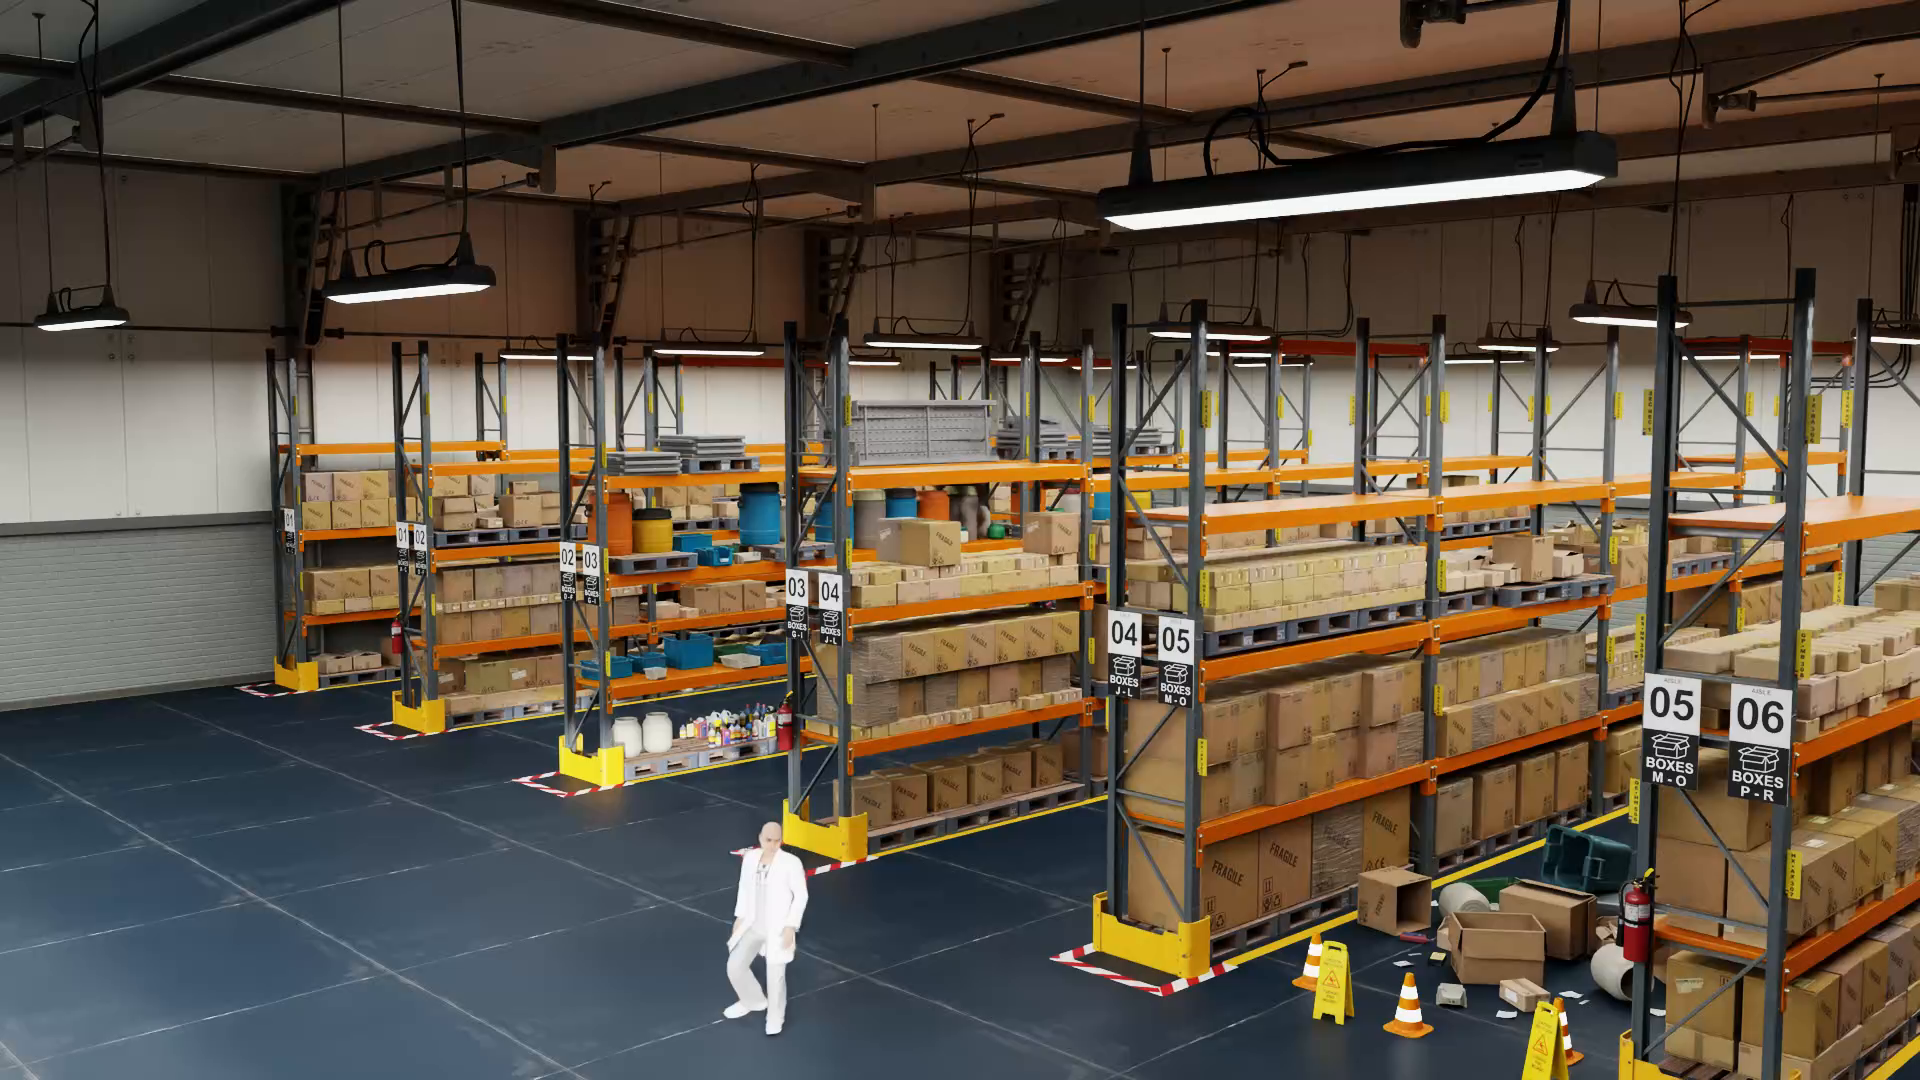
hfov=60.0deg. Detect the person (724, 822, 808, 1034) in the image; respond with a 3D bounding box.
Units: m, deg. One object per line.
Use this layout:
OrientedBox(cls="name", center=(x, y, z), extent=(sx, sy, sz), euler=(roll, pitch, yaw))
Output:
OrientedBox(cls="person", center=(-1.611, 3.131, 13.432), extent=(0.822, 1.744, 0.613), euler=(2, 5, 19))
